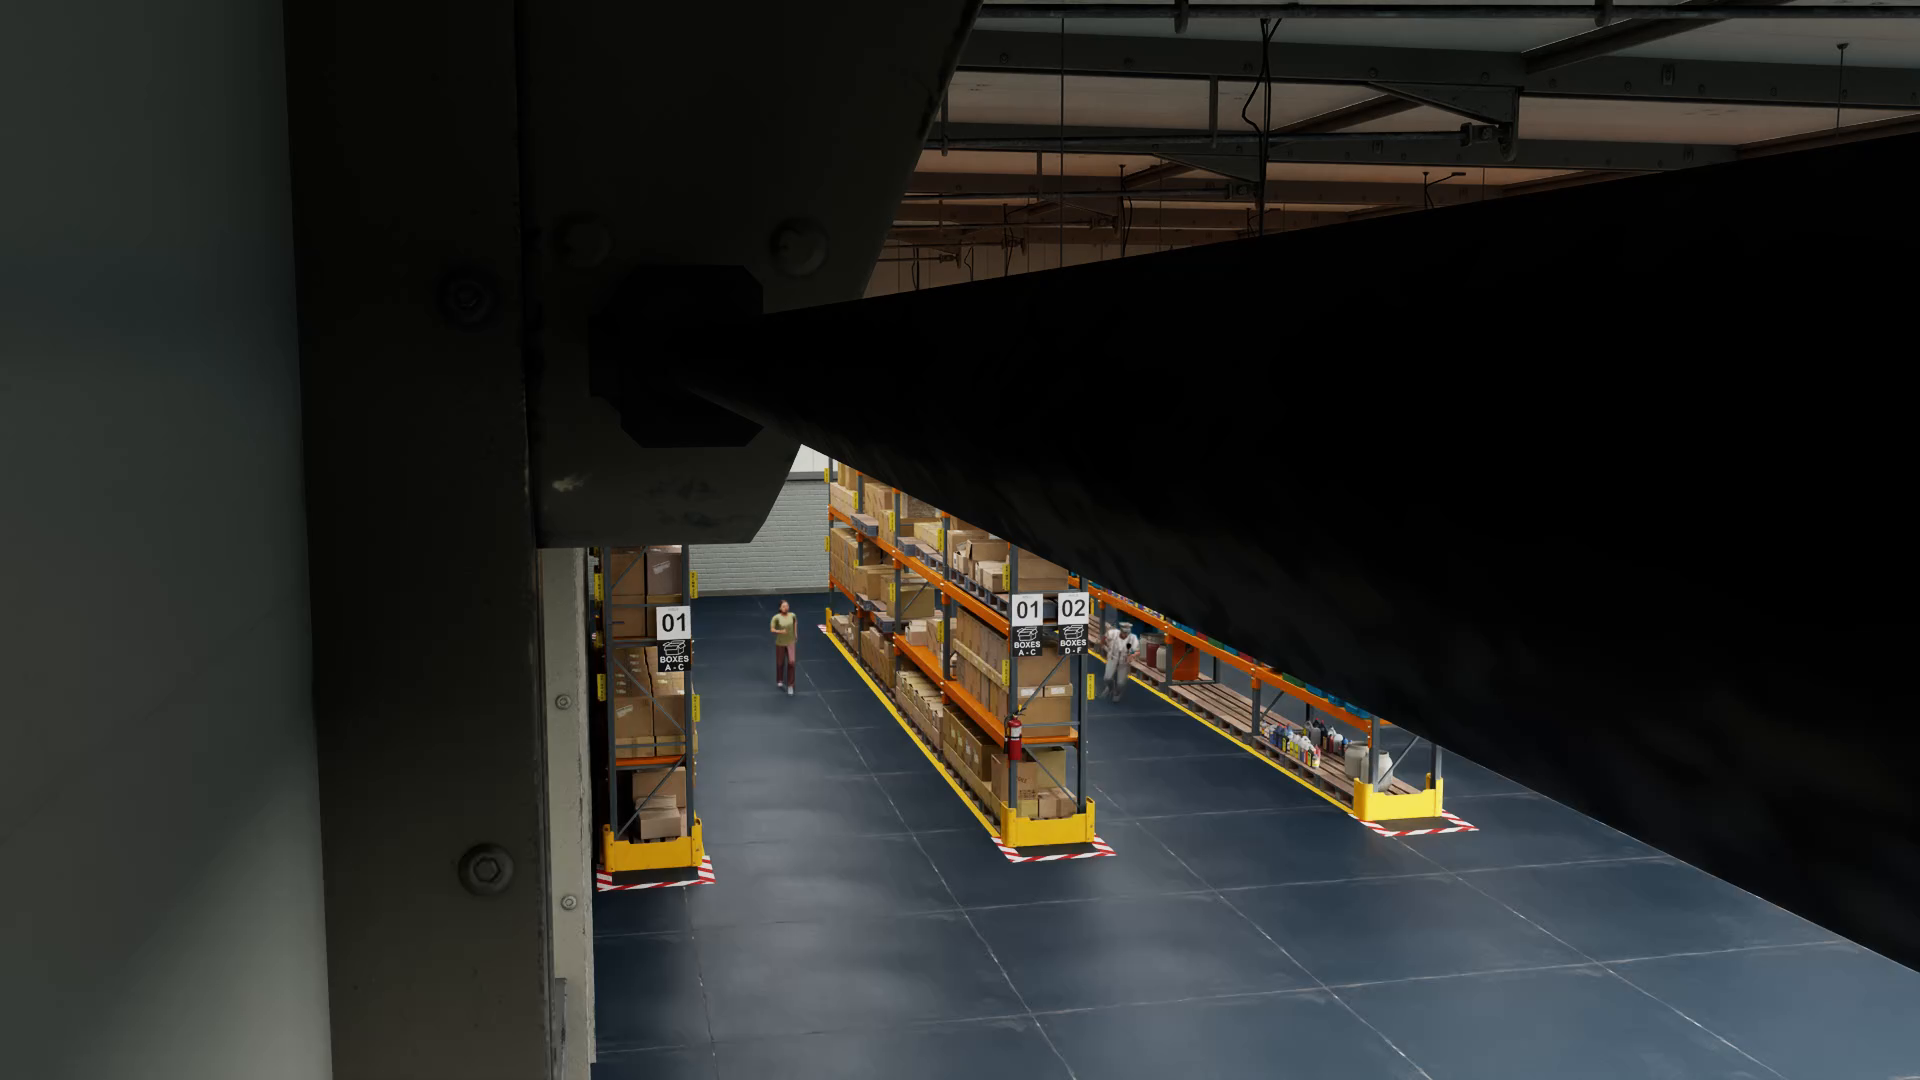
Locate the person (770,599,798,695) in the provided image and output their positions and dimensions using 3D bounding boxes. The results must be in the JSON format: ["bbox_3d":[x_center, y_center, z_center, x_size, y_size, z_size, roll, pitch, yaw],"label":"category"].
[{"bbox_3d":[-3.187,1.923,30.163,0.538,1.722,0.823,-2,7,-15],"label":"person"}]

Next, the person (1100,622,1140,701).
[{"bbox_3d":[2.783,2.134,29.019,0.716,1.503,0.979,1,7,6],"label":"person"}]
